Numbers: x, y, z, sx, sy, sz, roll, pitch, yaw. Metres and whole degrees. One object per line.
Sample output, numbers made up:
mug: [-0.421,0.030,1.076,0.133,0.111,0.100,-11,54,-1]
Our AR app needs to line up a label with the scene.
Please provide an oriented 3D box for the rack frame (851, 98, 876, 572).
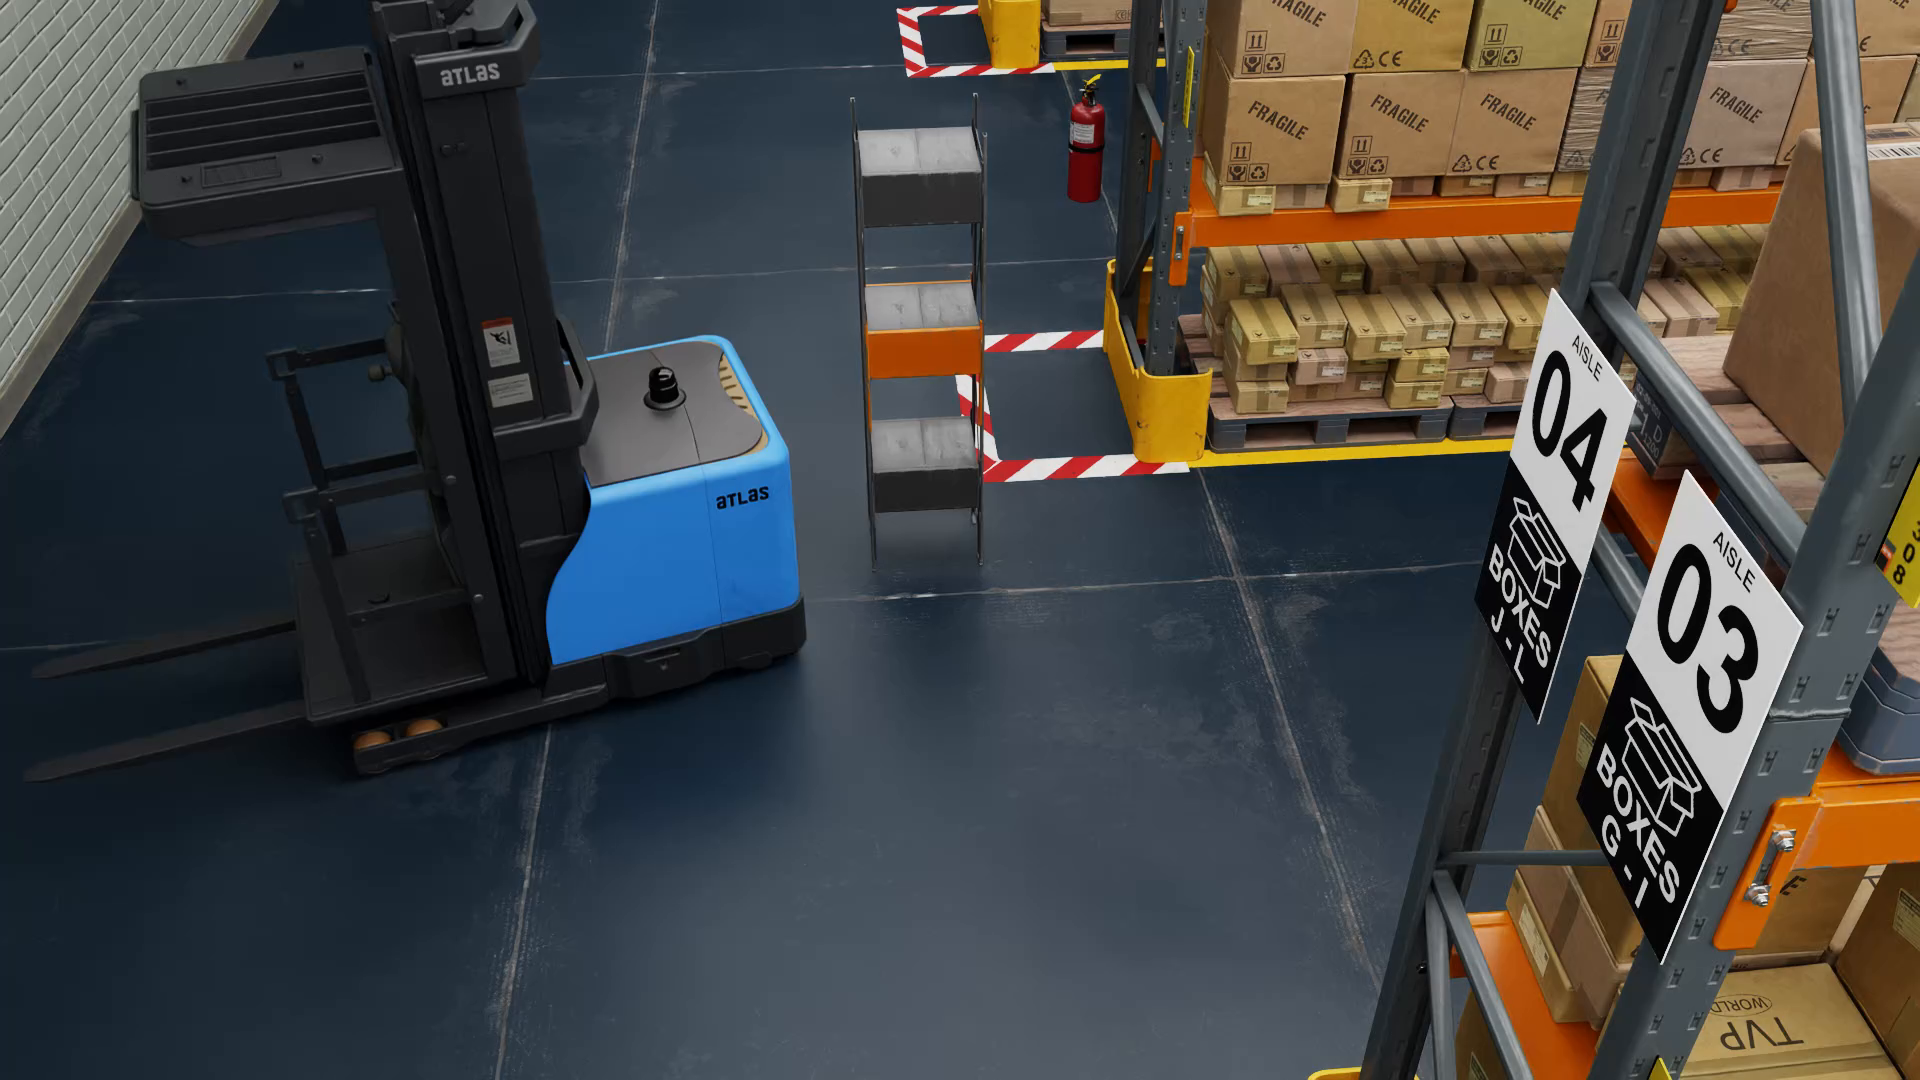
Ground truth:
rack frame: [-0.408,-0.802,7.071,0.015,2.100,0.400,-3,38,-4]

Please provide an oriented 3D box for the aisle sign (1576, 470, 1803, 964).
aisle sign: [1.215,0.315,2.831,0.004,0.787,0.394,-3,38,-4]

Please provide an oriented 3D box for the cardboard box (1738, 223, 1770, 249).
cardboard box: [4.264,-1.549,8.773,0.250,0.149,0.380,-1,38,-2]

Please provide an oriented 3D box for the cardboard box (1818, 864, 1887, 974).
cardboard box: [2.224,0.871,4.106,0.500,0.250,0.500,-4,38,-5]

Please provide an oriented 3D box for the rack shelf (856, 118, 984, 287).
rack shelf: [-0.165,-1.354,6.663,0.480,0.518,0.431,-3,38,-4]

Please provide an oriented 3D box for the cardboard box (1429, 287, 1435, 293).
cardboard box: [2.454,-1.353,8.765,0.250,0.149,0.380,-3,38,-3]

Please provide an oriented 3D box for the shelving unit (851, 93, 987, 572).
shelving unit: [-0.165,-0.815,7.088,0.503,2.100,0.431,-3,38,-4]

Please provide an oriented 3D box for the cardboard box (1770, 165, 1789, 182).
cardboard box: [3.860,-1.849,7.875,0.250,0.149,0.380,-4,38,-5]

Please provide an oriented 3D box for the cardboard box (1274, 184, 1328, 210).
cardboard box: [1.523,-1.676,7.655,0.250,0.149,0.380,-2,38,-2]

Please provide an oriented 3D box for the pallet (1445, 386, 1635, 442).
pallet: [3.022,-0.917,8.741,1.213,0.211,1.003,-3,38,-4]

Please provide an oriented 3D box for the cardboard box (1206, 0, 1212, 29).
cardboard box: [1.355,-2.647,7.555,0.500,0.500,0.500,-4,38,-5]

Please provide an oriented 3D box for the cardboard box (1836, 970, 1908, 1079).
cardboard box: [2.279,1.196,3.693,0.500,0.250,0.500,-4,38,-5]

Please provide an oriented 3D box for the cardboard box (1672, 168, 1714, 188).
cardboard box: [3.338,-1.808,7.822,0.250,0.149,0.380,-4,38,-5]

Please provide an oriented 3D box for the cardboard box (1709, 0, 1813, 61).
cardboard box: [3.436,-2.444,7.298,0.500,0.500,0.500,-2,38,-3]

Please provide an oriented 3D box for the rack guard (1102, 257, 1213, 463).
rack guard: [0.997,-0.942,8.541,0.348,0.500,1.175,-3,38,-4]

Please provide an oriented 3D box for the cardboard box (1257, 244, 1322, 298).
cardboard box: [1.681,-1.362,8.537,0.250,0.149,0.380,-2,38,-3]

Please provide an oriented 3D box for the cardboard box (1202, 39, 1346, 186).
cardboard box: [1.393,-1.930,7.453,0.500,0.500,0.500,-1,38,-2]

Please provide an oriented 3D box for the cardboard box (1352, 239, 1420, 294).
cardboard box: [2.192,-1.430,8.623,0.250,0.149,0.380,-5,39,-6]

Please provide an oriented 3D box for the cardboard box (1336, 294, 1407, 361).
cardboard box: [1.999,-1.042,8.131,0.250,0.149,0.380,-3,38,-4]

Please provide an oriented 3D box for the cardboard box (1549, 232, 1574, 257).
cardboard box: [3.234,-1.446,8.644,0.250,0.149,0.380,-5,39,-6]

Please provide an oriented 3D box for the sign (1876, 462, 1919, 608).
sign: [1.303,-0.063,2.217,0.005,0.325,0.100,-3,38,-4]

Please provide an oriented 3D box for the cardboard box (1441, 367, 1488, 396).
cardboard box: [2.482,-0.898,8.429,0.250,0.149,0.380,-3,38,-4]

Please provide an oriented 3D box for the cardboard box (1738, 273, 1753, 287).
cardboard box: [4.076,-1.181,8.308,0.250,0.149,0.380,-3,38,-4]

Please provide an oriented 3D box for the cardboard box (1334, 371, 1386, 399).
cardboard box: [1.972,-0.879,8.405,0.250,0.149,0.380,-3,38,-3]

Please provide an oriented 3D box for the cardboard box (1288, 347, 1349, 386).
cardboard box: [1.744,-0.932,8.233,0.250,0.149,0.380,-3,38,-4]

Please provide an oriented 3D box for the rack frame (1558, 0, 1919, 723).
rack frame: [1.260,-1.209,2.017,0.127,3.000,1.000,-3,38,-4]

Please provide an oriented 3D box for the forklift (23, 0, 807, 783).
forklift: [-2.226,-0.600,6.144,3.031,2.935,1.130,-14,40,-17]

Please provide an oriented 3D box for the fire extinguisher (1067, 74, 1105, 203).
fire extinguisher: [0.629,-2.014,8.244,0.183,0.674,0.296,-3,38,-4]

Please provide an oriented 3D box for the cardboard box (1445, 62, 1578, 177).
cardboard box: [2.413,-1.994,7.535,0.500,0.500,0.500,-3,38,-3]

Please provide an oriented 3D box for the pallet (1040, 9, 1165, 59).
pallet: [1.172,-3.965,12.605,1.213,0.211,1.003,-3,38,-4]

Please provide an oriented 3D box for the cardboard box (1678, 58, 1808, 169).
cardboard box: [3.436,-2.040,7.593,0.500,0.500,0.500,-3,38,-4]

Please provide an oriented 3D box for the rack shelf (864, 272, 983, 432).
rack shelf: [-0.165,-0.805,7.097,0.480,0.518,0.431,-3,38,-4]

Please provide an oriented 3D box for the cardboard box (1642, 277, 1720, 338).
cardboard box: [3.549,-1.144,8.260,0.250,0.149,0.380,-5,39,-6]

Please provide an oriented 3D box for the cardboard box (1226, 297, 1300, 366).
cardboard box: [1.473,-1.018,8.101,0.250,0.149,0.380,-5,39,-6]

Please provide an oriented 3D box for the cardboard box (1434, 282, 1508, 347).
cardboard box: [2.516,-1.116,8.225,0.250,0.149,0.380,-2,38,-2]

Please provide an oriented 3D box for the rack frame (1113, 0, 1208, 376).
rack frame: [0.921,-1.919,7.761,0.127,3.000,1.000,-3,38,-4]

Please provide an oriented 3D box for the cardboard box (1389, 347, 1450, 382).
cardboard box: [2.245,-0.948,8.252,0.250,0.149,0.380,-2,38,-3]

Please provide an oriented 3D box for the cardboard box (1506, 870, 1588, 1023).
cardboard box: [1.585,1.022,4.236,0.250,0.149,0.380,-2,38,-3]

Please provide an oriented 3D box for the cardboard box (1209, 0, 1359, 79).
cardboard box: [1.392,-2.329,7.152,0.500,0.500,0.500,-3,38,-4]

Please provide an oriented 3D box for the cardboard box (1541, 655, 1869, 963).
cardboard box: [1.722,0.605,3.837,0.500,0.500,0.500,-3,38,-3]

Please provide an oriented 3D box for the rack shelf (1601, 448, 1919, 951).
rack shelf: [3.252,0.141,3.308,4.000,0.370,1.077,-3,38,-4]

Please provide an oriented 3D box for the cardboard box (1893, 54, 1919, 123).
cardboard box: [4.449,-2.094,7.662,0.500,0.500,0.500,-3,38,-4]

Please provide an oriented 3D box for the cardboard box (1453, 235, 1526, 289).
cardboard box: [2.727,-1.425,8.617,0.250,0.149,0.380,-4,38,-6]

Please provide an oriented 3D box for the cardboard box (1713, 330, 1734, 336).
cardboard box: [3.828,-1.087,8.428,0.250,0.149,0.380,-3,38,-4]

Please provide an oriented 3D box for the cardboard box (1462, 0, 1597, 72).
cardboard box: [2.414,-2.375,7.211,0.500,0.500,0.500,-4,38,-5]

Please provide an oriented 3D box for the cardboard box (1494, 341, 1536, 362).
cardboard box: [2.767,-1.061,8.396,0.250,0.149,0.380,-1,38,-2]

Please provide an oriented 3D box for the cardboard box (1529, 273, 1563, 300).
cardboard box: [3.024,-1.175,8.300,0.250,0.149,0.380,-3,38,-4]

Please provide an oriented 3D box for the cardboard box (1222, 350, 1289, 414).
cardboard box: [1.471,-0.796,8.300,0.250,0.149,0.380,-2,38,-3]

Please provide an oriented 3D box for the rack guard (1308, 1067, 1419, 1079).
rack guard: [1.236,2.129,4.648,0.348,0.500,1.175,-3,38,-4]

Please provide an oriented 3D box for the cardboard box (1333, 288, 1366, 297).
cardboard box: [1.939,-1.317,8.719,0.250,0.149,0.380,-5,39,-6]

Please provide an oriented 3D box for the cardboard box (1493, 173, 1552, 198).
cardboard box: [2.562,-1.752,7.752,0.250,0.149,0.380,-4,38,-5]

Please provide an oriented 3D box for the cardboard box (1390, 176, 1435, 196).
cardboard box: [2.042,-1.756,7.757,0.250,0.149,0.380,-1,38,-2]

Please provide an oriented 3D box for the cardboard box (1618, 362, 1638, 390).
cardboard box: [3.248,-0.923,8.461,0.250,0.149,0.380,-2,38,-3]

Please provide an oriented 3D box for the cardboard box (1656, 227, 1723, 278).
cardboard box: [3.759,-1.476,8.681,0.250,0.149,0.380,-4,38,-5]

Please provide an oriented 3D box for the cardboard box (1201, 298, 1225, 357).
cardboard box: [1.427,-1.123,8.714,0.250,0.149,0.380,-3,38,-3]
